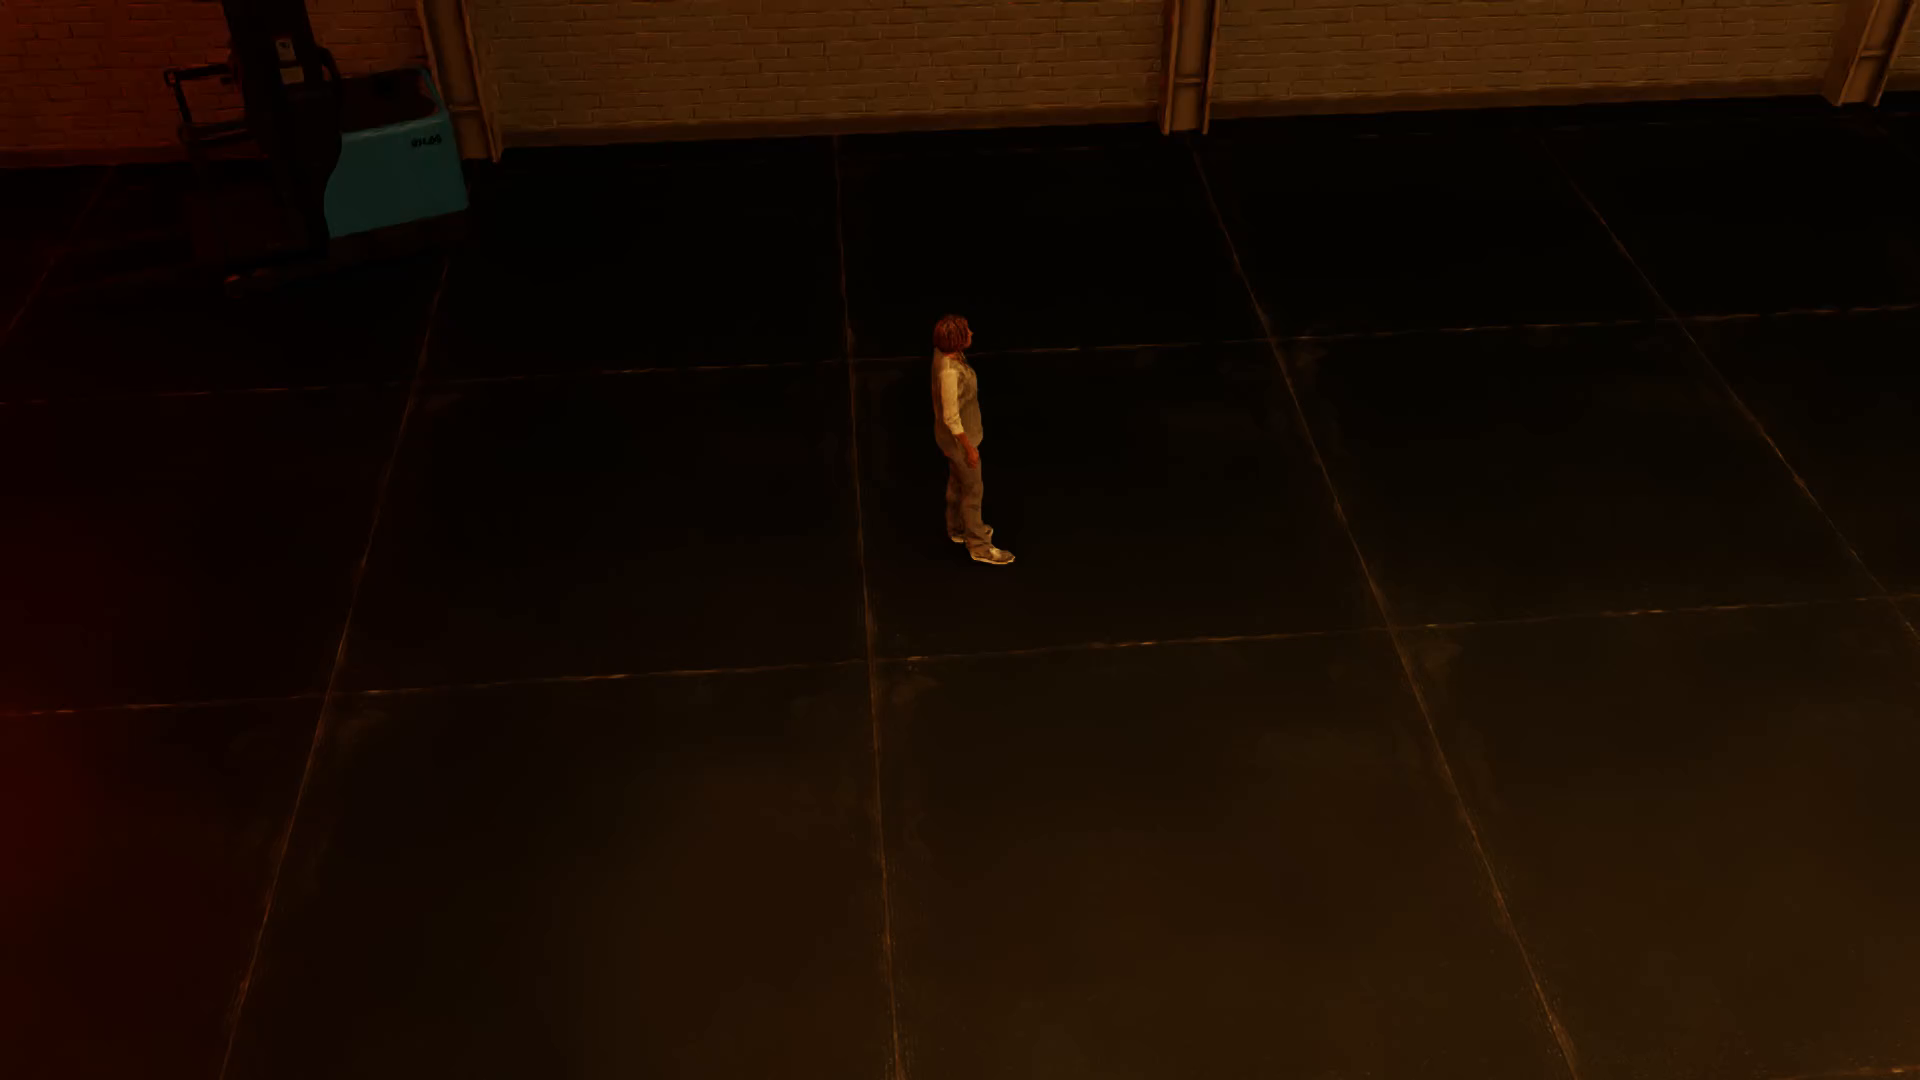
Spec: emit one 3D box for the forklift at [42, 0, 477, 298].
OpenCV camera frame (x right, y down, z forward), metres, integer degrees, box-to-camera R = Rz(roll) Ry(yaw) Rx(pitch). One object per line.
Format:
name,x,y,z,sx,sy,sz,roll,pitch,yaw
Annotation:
forklift,-5.296,-3.293,11.788,3.031,2.935,1.130,-17,43,-19

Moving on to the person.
person,0.075,-0.607,9.664,0.474,1.597,0.521,-3,41,-4
